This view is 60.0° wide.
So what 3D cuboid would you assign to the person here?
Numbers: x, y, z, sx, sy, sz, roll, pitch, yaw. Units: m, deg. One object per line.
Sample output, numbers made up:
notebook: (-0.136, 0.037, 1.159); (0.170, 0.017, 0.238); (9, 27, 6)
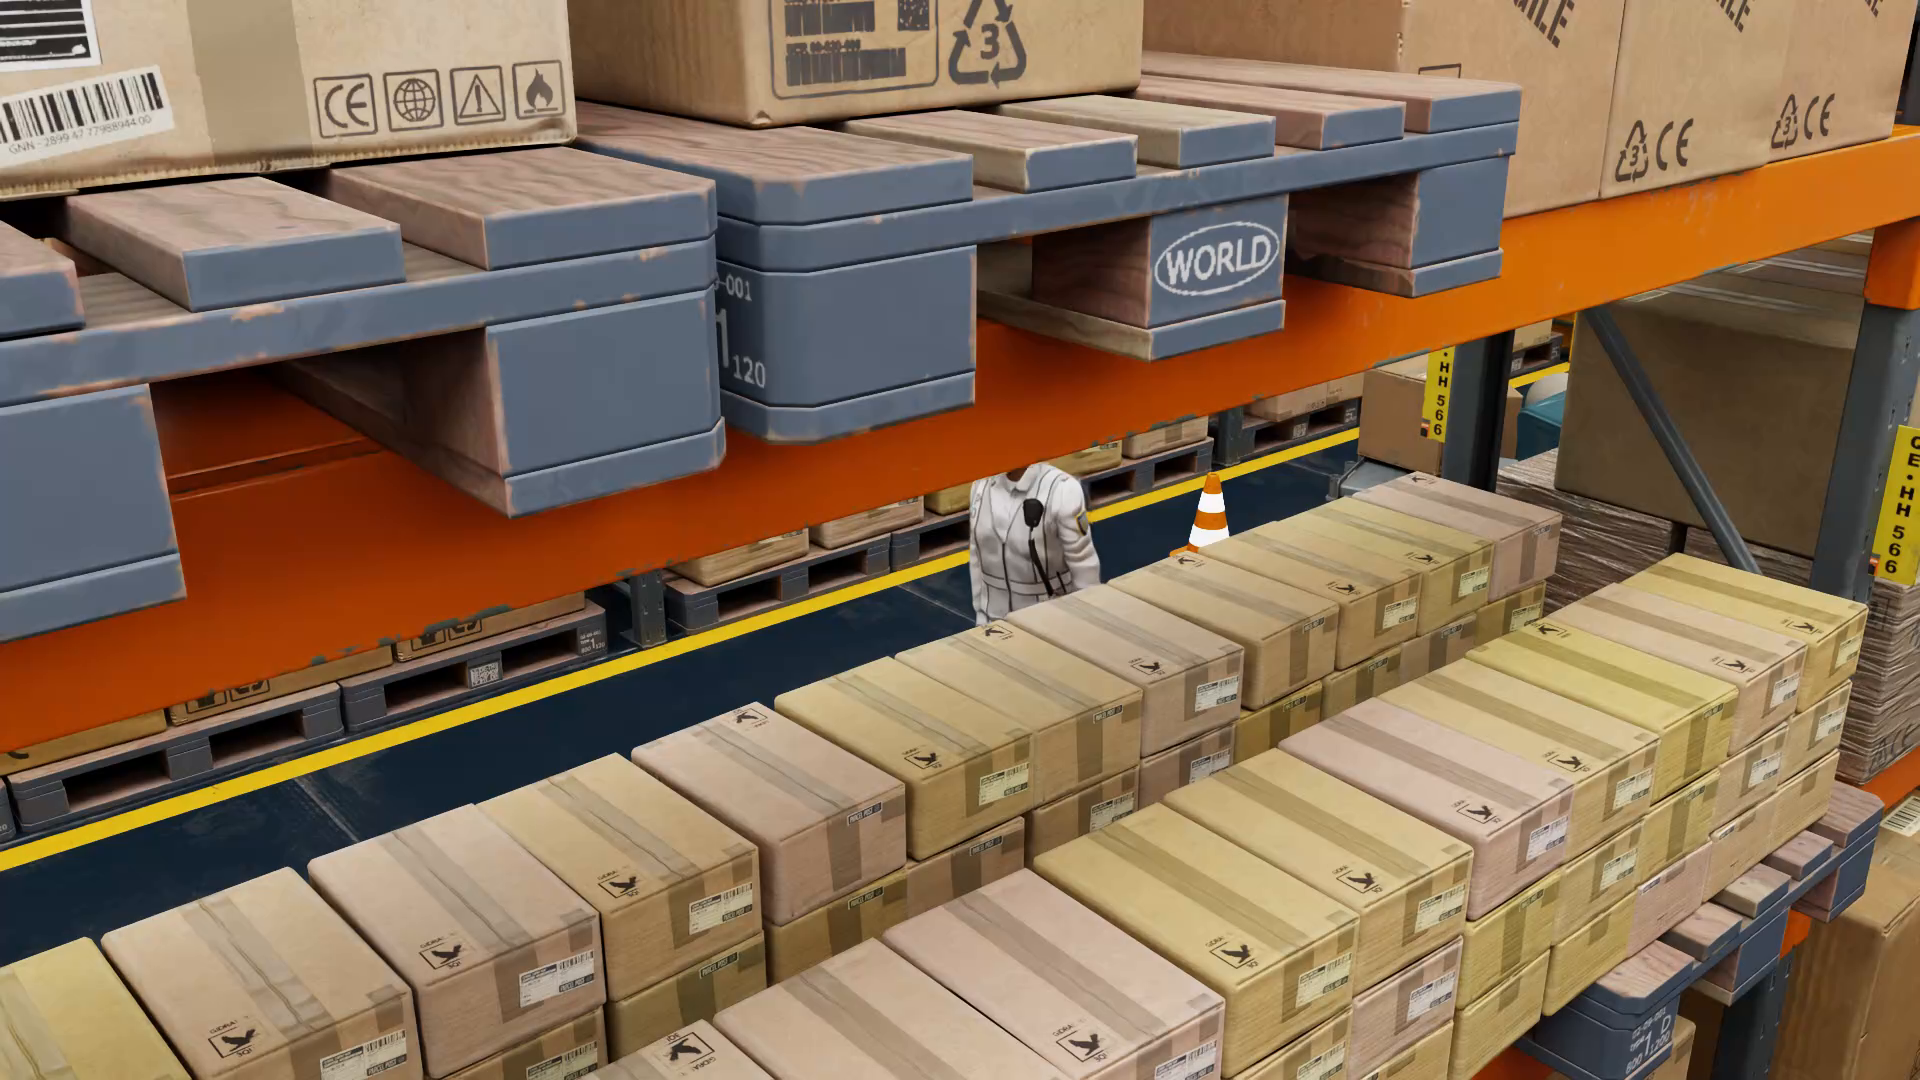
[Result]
person: (0.285, 0.267, 5.860); (0.535, 1.674, 0.493); (15, 25, 33)
